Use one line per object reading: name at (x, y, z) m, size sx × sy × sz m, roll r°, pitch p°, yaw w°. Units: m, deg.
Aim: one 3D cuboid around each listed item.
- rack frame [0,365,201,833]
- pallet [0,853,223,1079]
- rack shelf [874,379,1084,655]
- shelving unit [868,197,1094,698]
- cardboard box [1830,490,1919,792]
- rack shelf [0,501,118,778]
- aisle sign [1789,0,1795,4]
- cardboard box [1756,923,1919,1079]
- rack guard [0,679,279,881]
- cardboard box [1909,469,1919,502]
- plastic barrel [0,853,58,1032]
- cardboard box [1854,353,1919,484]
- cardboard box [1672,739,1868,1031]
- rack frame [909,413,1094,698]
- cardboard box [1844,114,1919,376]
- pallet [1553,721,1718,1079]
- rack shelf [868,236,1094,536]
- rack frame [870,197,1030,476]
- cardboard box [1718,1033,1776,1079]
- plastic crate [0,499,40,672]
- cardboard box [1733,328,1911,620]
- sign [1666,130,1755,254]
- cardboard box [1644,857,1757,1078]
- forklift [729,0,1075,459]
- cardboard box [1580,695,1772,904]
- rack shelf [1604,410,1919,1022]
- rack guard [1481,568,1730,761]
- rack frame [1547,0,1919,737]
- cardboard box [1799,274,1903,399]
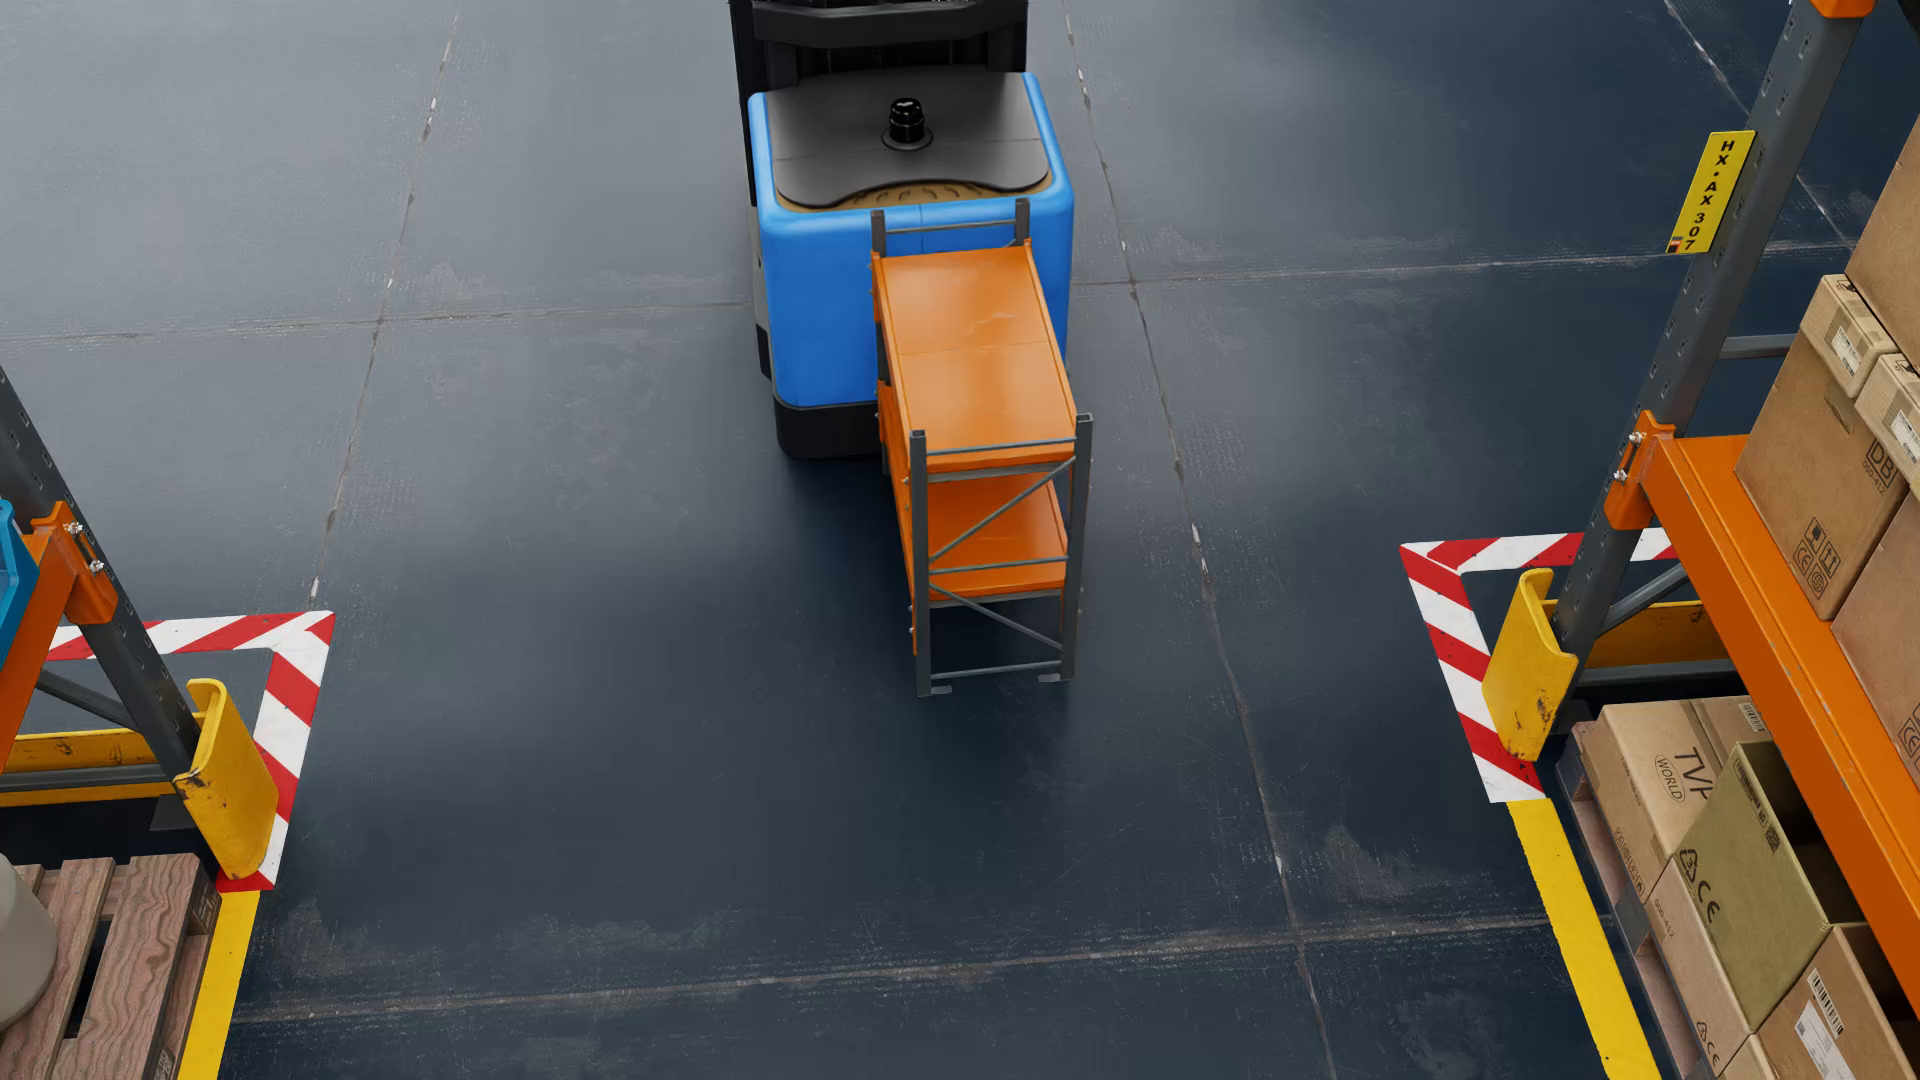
rack frame at (-2.680, -0.192, 3.866) m, size 1.000 × 3.000 × 0.127 m, roll -3°, pitch 47°, yaw -3°
pallet at (-2.565, 1.407, 4.272) m, size 1.003 × 0.211 × 1.213 m, roll -3°, pitch 47°, yaw -3°
rack shelf at (0.042, -0.120, 5.426) m, size 0.538 × 0.278 × 1.000 m, roll -6°, pitch 47°, yaw -6°
shelving unit at (0.042, -0.288, 5.248) m, size 0.538 × 1.125 × 1.048 m, roll -6°, pitch 47°, yaw -6°
cardboard box at (2.331, 0.193, 3.432) m, size 0.700 × 0.500 × 0.500 m, roll -2°, pitch 47°, yaw -2°
rack shelf at (-2.513, 1.502, 2.757) m, size 1.077 × 0.370 × 4.000 m, roll -3°, pitch 47°, yaw -3°
aisle sign at (1.945, -1.413, 3.232) m, size 0.394 × 0.787 × 0.004 m, roll -3°, pitch 47°, yaw -3°
cardboard box at (2.178, 1.177, 3.658) m, size 0.500 × 0.500 × 0.500 m, roll -3°, pitch 47°, yaw -3°
rack guard at (-2.627, 0.720, 4.724) m, size 1.175 × 0.500 × 0.348 m, roll -3°, pitch 47°, yaw -3°
cardboard box at (2.118, -0.080, 3.244) m, size 0.380 × 0.149 × 0.250 m, roll -3°, pitch 47°, yaw -3°
plastic barrel at (-2.549, 0.990, 4.170) m, size 0.421 × 0.512 × 0.421 m, roll 0°, pitch 47°, yaw 0°
cardboard box at (2.099, -0.260, 3.415) m, size 0.380 × 0.149 × 0.250 m, roll -5°, pitch 47°, yaw -4°
cardboard box at (2.123, 0.816, 3.999) m, size 0.500 × 0.500 × 0.500 m, roll -3°, pitch 47°, yaw -3°
rack frame at (0.113, 0.077, 4.902) m, size 0.500 × 1.125 × 0.032 m, roll -6°, pitch 47°, yaw -6°
cardboard box at (2.287, -0.594, 3.284) m, size 0.700 × 0.500 × 0.500 m, roll -3°, pitch 47°, yaw -3°
pallet at (2.362, 1.019, 4.639) m, size 1.003 × 0.211 × 1.213 m, roll -3°, pitch 47°, yaw -3°
rack shelf at (0.042, -0.489, 5.036) m, size 0.538 × 0.278 × 1.000 m, roll -6°, pitch 47°, yaw -6°
rack frame at (-0.030, -0.654, 5.594) m, size 0.500 × 1.125 × 0.032 m, roll -6°, pitch 47°, yaw -6°
cardboard box at (2.166, 1.435, 3.929) m, size 0.500 × 0.250 × 0.500 m, roll -3°, pitch 47°, yaw -3°
plastic crate at (-2.340, 0.203, 3.594) m, size 0.499 × 0.251 × 0.616 m, roll -3°, pitch 47°, yaw -3°
cardboard box at (2.282, -0.186, 3.792) m, size 0.700 × 0.500 × 0.500 m, roll -3°, pitch 47°, yaw -3°
sign at (1.702, -0.786, 3.778) m, size 0.100 × 0.325 × 0.005 m, roll -3°, pitch 47°, yaw -3°
cardboard box at (2.125, 1.074, 4.272) m, size 0.500 × 0.250 × 0.500 m, roll -3°, pitch 47°, yaw -3°
forklift at (-0.330, -2.377, 5.982) m, size 1.130 × 2.935 × 3.031 m, roll -6°, pitch 47°, yaw -6°
cardboard box at (2.079, 0.712, 4.614) m, size 0.500 × 0.250 × 0.500 m, roll -3°, pitch 47°, yaw -3°
rack shelf at (2.423, 1.204, 3.039) m, size 1.077 × 0.370 × 4.000 m, roll -3°, pitch 47°, yaw -3°
rack guard at (2.254, 0.352, 5.073) m, size 1.175 × 0.500 × 0.348 m, roll -3°, pitch 47°, yaw -3°
rack frame at (2.256, -0.490, 4.149) m, size 1.000 × 3.000 × 0.127 m, roll -3°, pitch 47°, yaw -3°
cardboard box at (2.074, -0.451, 3.595) m, size 0.380 × 0.149 × 0.250 m, roll -4°, pitch 47°, yaw -4°
